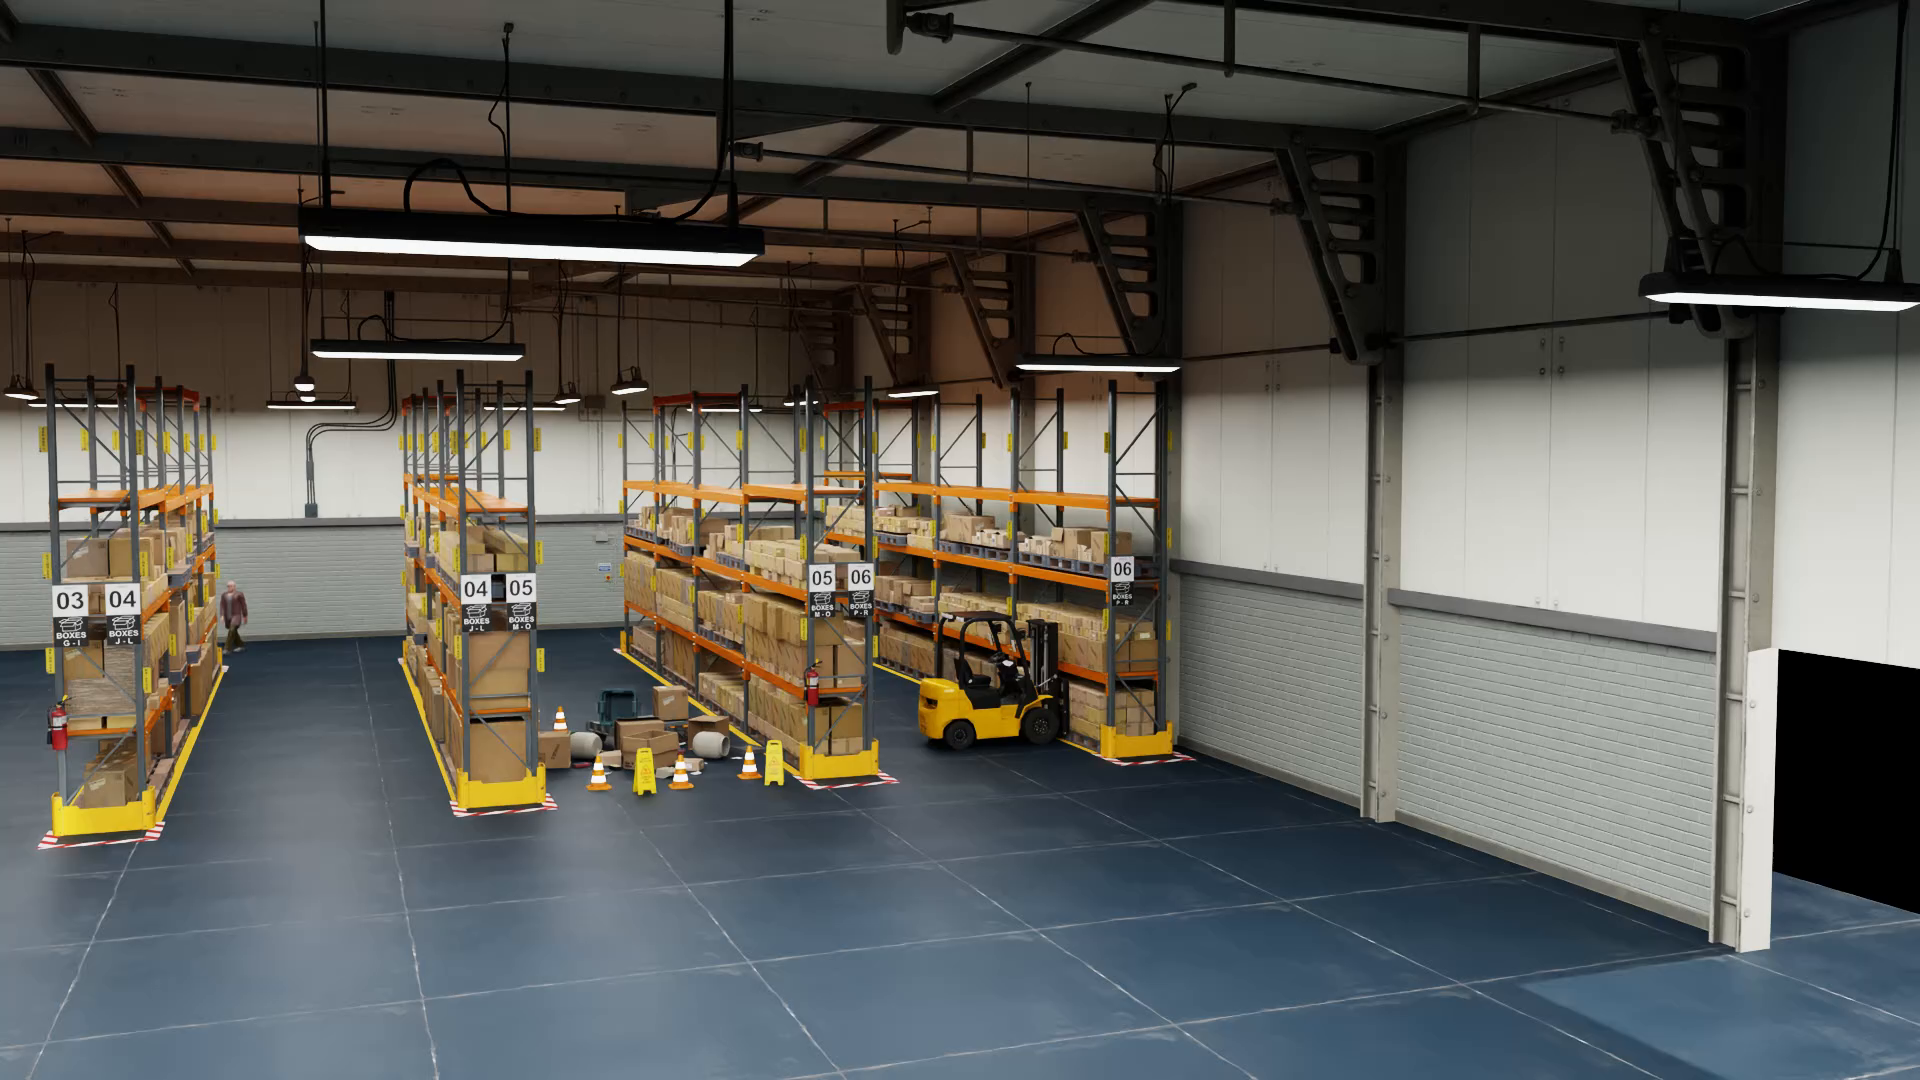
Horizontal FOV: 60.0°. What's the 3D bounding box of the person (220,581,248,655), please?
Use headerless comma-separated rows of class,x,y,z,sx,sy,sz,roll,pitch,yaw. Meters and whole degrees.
person,-17.225,1.826,39.292,0.575,1.723,1.073,1,3,9
